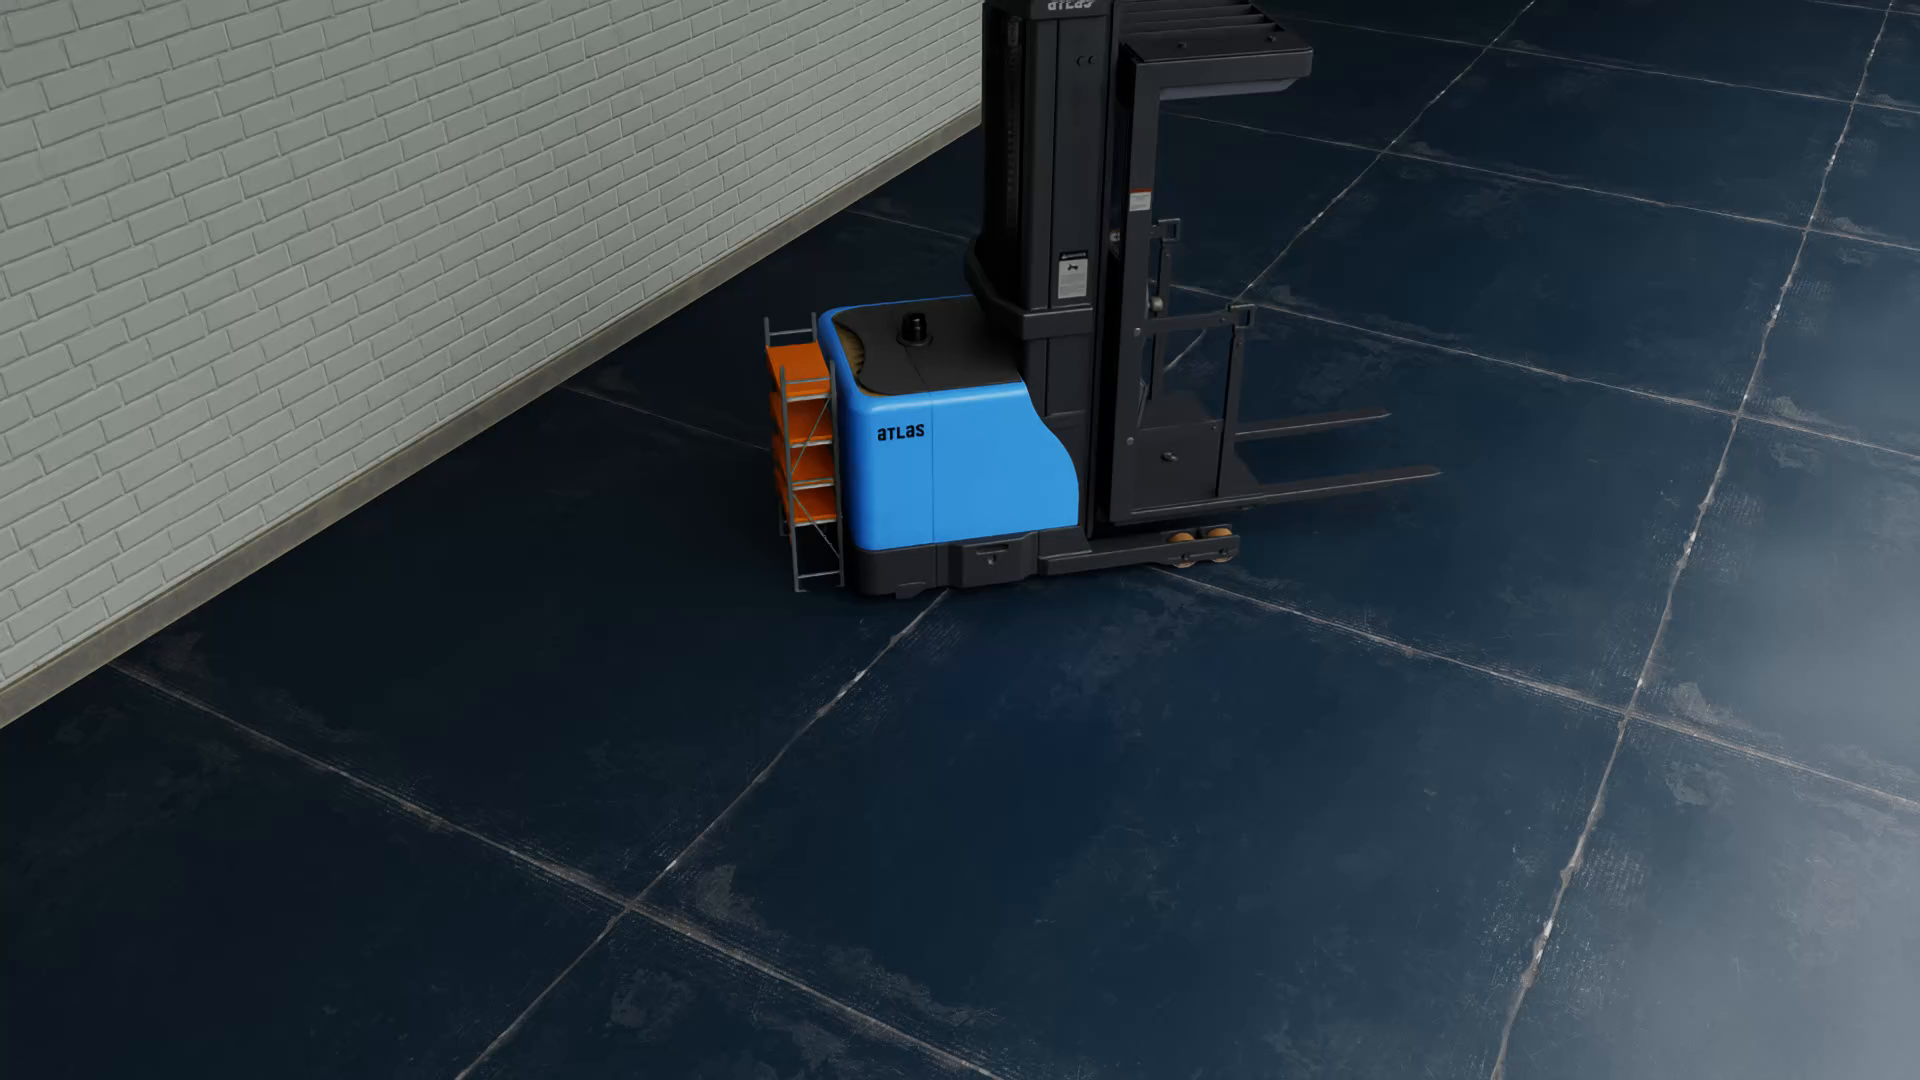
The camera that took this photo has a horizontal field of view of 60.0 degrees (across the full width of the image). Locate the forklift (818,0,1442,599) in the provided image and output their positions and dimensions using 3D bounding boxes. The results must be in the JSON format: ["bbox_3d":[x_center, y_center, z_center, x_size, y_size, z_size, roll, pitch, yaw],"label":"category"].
[{"bbox_3d":[0.877,-1.364,7.654,3.031,2.935,1.130,-7,34,-11],"label":"forklift"}]

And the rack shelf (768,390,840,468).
[{"bbox_3d":[-0.724,-0.530,7.681,0.258,0.148,0.480,-8,34,-11],"label":"rack shelf"}]

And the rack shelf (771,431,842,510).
[{"bbox_3d":[-0.724,-0.344,7.805,0.258,0.148,0.480,-8,34,-11],"label":"rack shelf"}]

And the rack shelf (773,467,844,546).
[{"bbox_3d":[-0.724,-0.179,7.915,0.258,0.148,0.480,-8,34,-11],"label":"rack shelf"}]

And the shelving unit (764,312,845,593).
[{"bbox_3d":[-0.724,-0.400,7.768,0.258,1.200,0.503,-8,34,-11],"label":"shelving unit"}]

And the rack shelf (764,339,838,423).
[{"bbox_3d":[-0.724,-0.727,7.550,0.258,0.148,0.480,-8,34,-11],"label":"rack shelf"}]

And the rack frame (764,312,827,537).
[{"bbox_3d":[-0.781,-0.531,7.965,0.240,1.200,0.015,-8,34,-11],"label":"rack frame"}]

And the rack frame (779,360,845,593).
[{"bbox_3d":[-0.666,-0.268,7.570,0.240,1.200,0.015,-8,34,-11],"label":"rack frame"}]
